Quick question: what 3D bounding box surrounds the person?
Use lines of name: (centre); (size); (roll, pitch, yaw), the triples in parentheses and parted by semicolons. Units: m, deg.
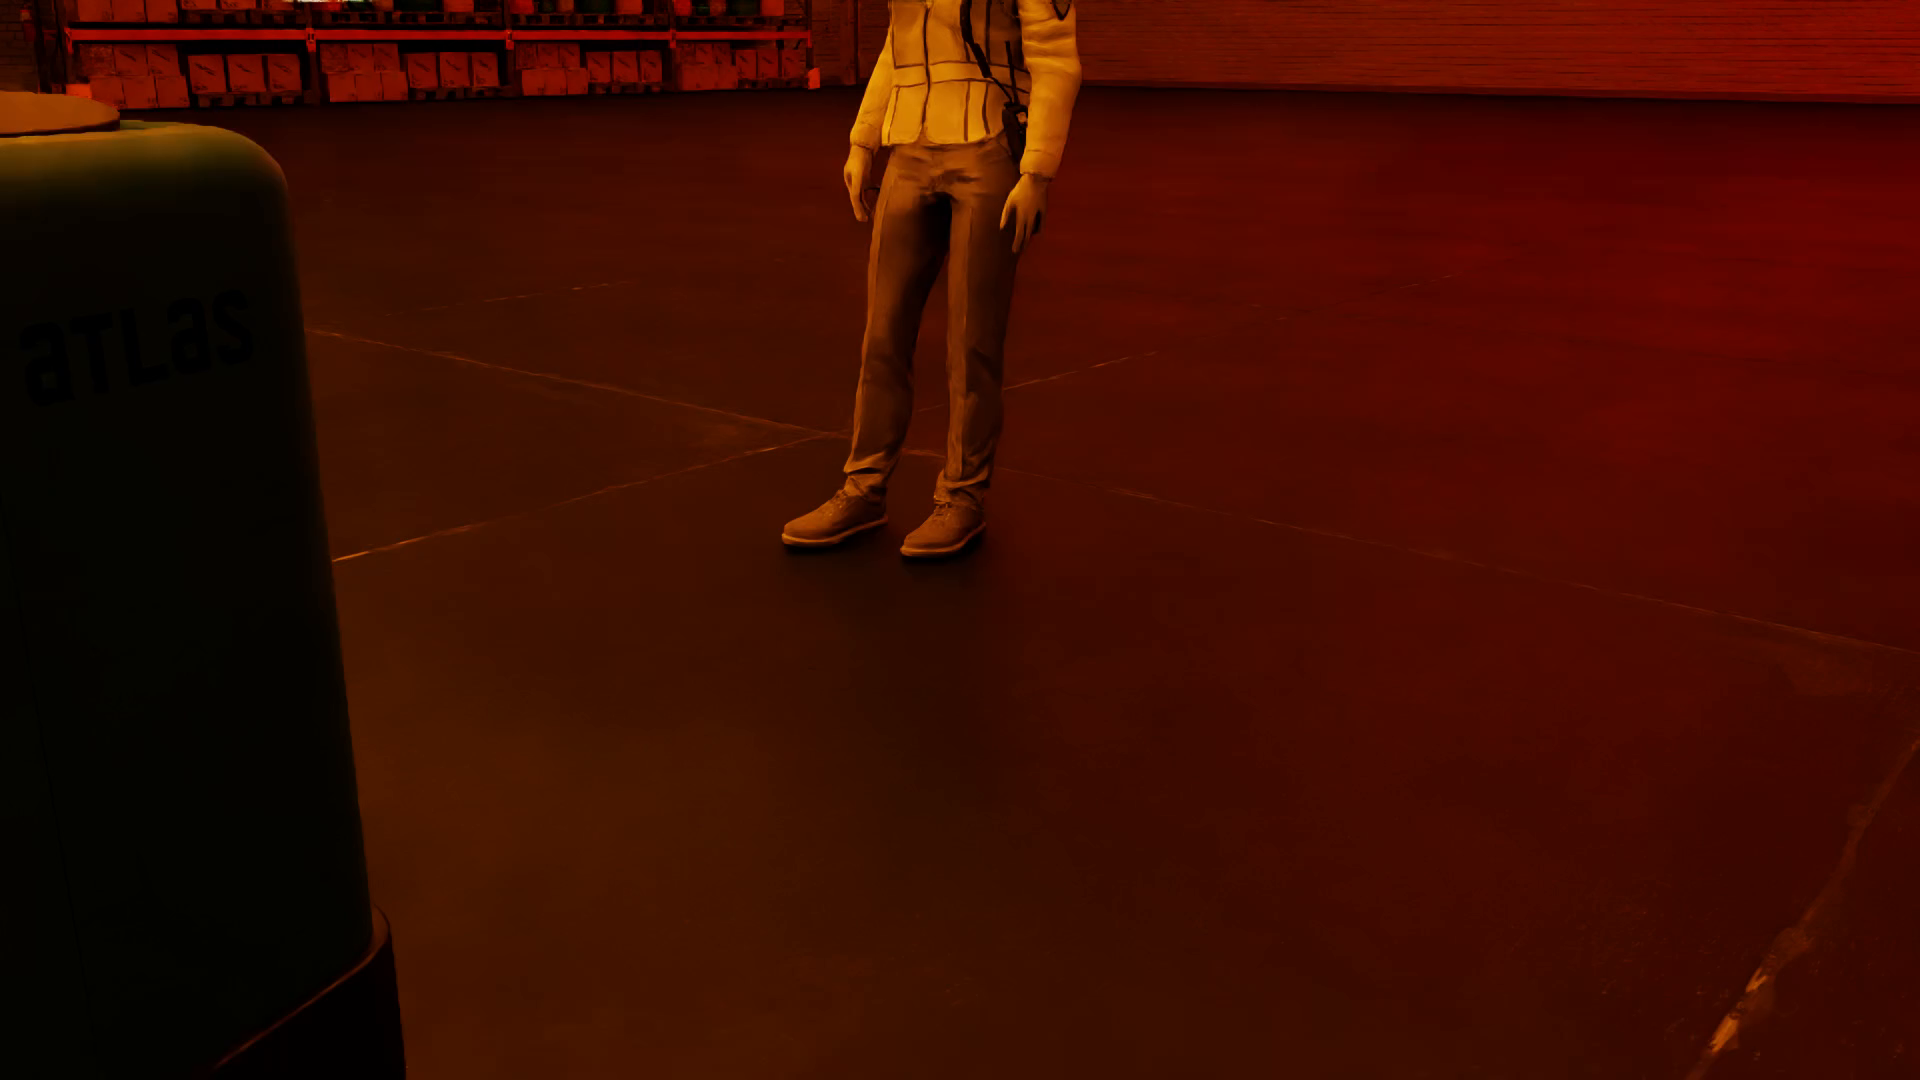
person: (-0.048, -0.804, 3.648); (0.588, 1.696, 0.533); (13, 21, 37)
